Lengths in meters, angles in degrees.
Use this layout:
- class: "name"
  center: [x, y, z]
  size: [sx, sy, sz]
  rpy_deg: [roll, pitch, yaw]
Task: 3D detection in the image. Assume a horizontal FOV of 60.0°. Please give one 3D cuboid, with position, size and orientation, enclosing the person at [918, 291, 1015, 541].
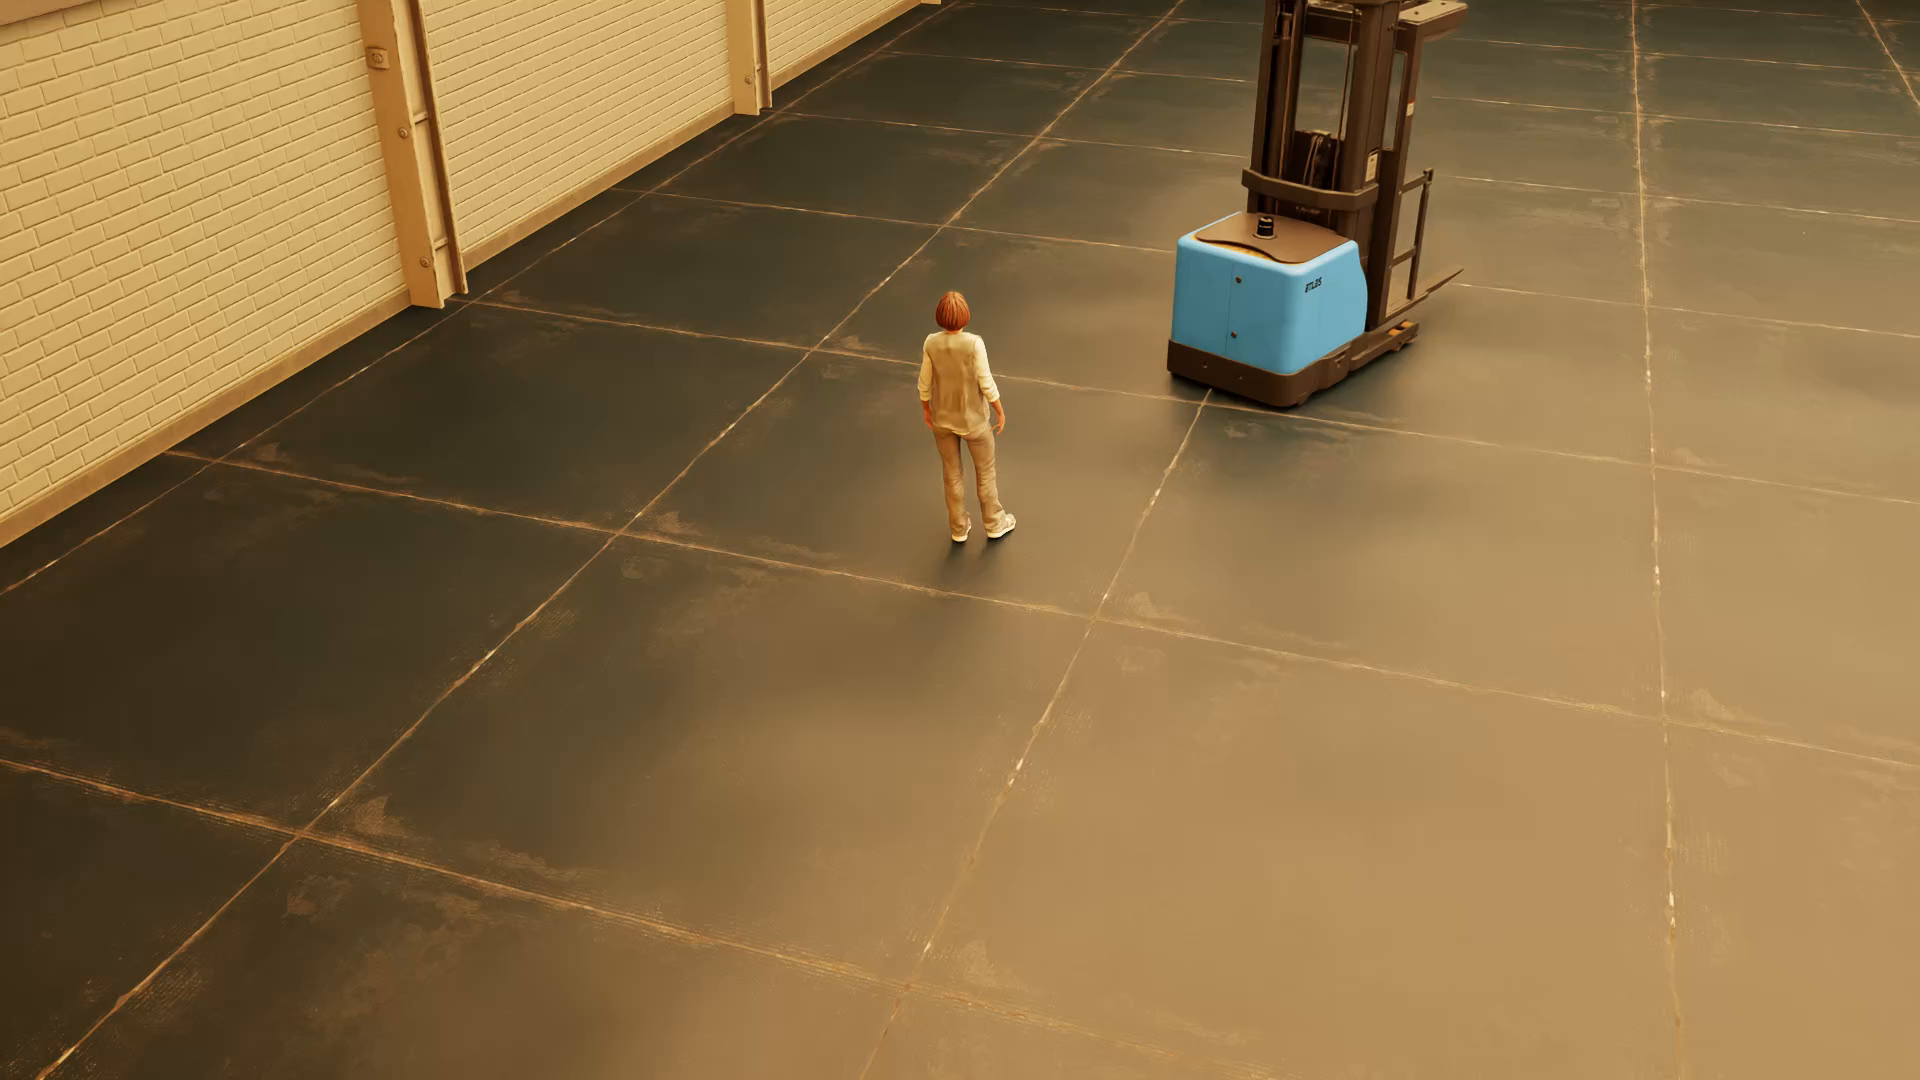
- class: "person"
  center: [0.038, -0.693, 9.777]
  size: [0.520, 1.506, 0.473]
  rpy_deg: [10, 31, 16]

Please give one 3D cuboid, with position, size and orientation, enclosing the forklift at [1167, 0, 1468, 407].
- class: "forklift"
  center: [2.860, -2.851, 12.137]
  size: [1.130, 2.935, 3.031]
  rpy_deg: [23, 37, 35]
